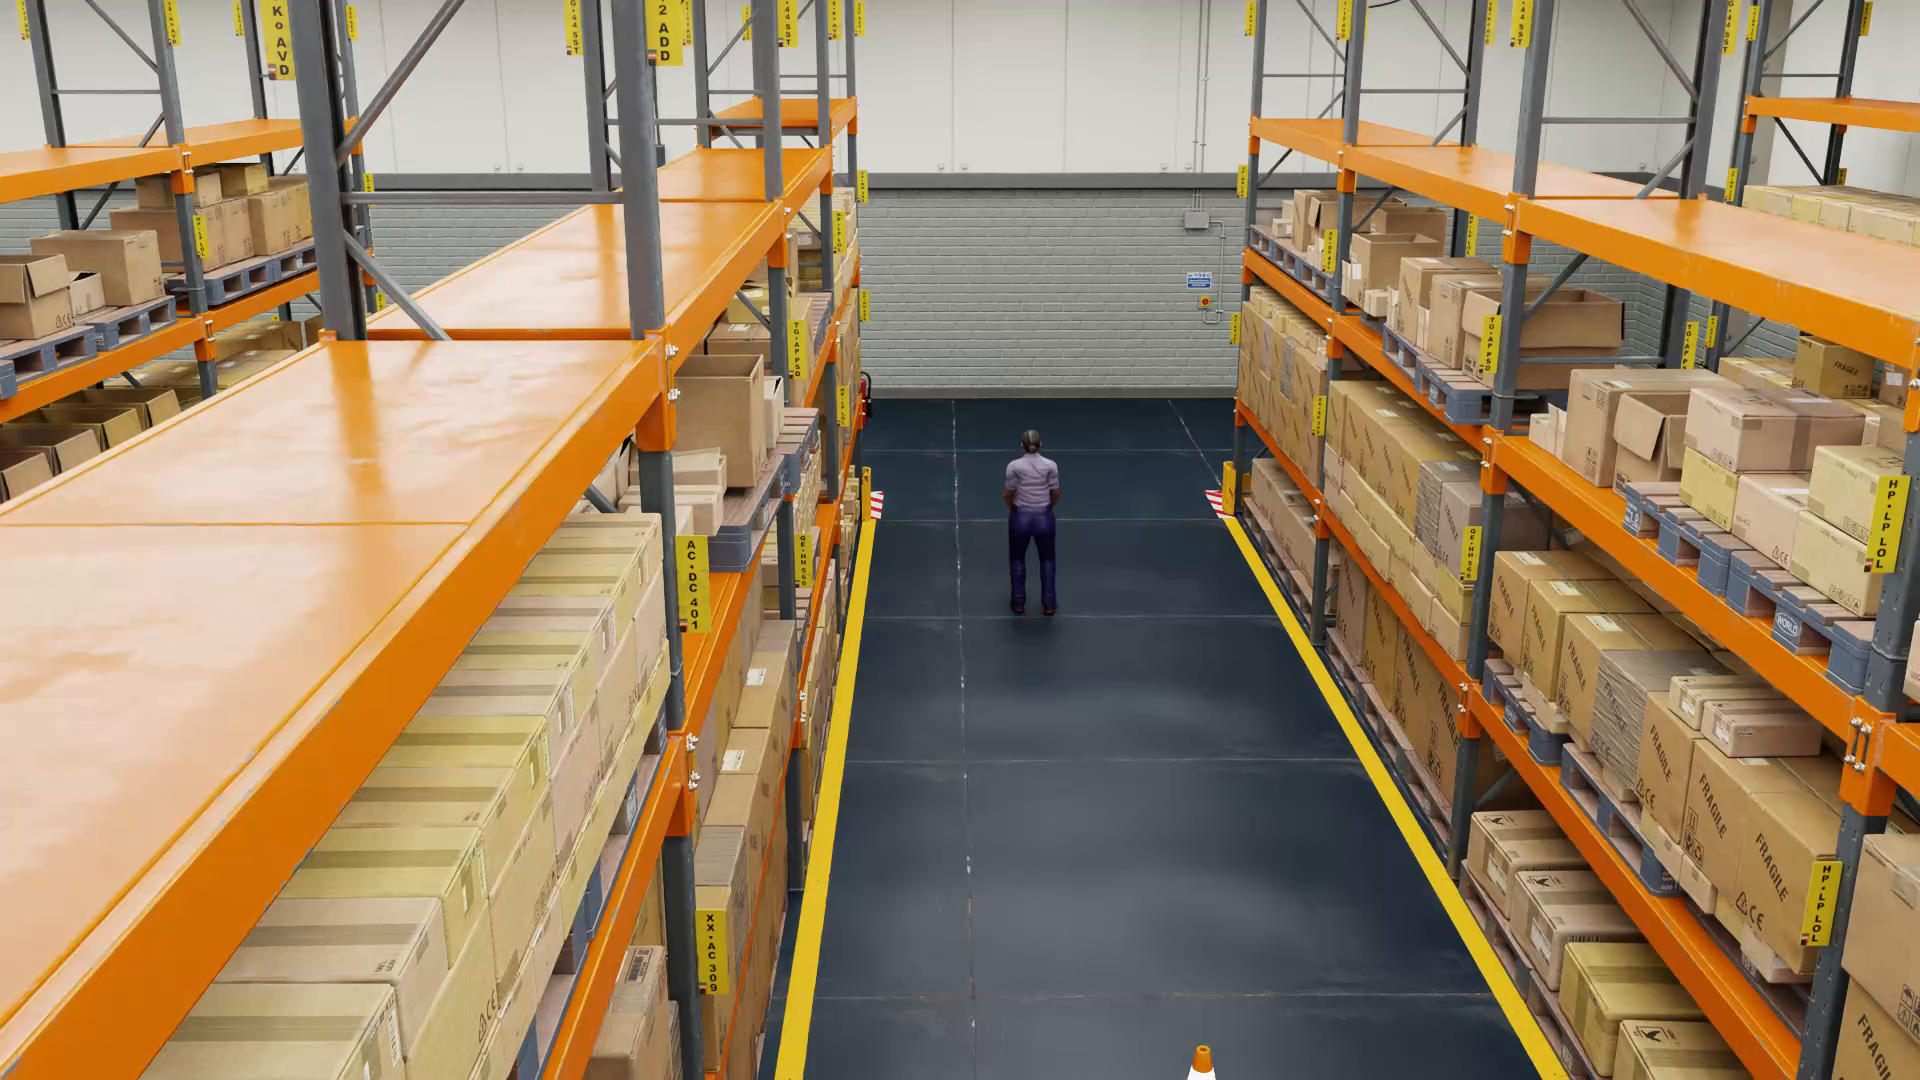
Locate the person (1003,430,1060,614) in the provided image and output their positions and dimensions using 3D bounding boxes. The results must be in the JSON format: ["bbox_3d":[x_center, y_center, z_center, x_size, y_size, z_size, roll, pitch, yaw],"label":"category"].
[{"bbox_3d":[0.629,-0.166,14.609,0.506,1.656,0.423,-1,17,-2],"label":"person"}]
